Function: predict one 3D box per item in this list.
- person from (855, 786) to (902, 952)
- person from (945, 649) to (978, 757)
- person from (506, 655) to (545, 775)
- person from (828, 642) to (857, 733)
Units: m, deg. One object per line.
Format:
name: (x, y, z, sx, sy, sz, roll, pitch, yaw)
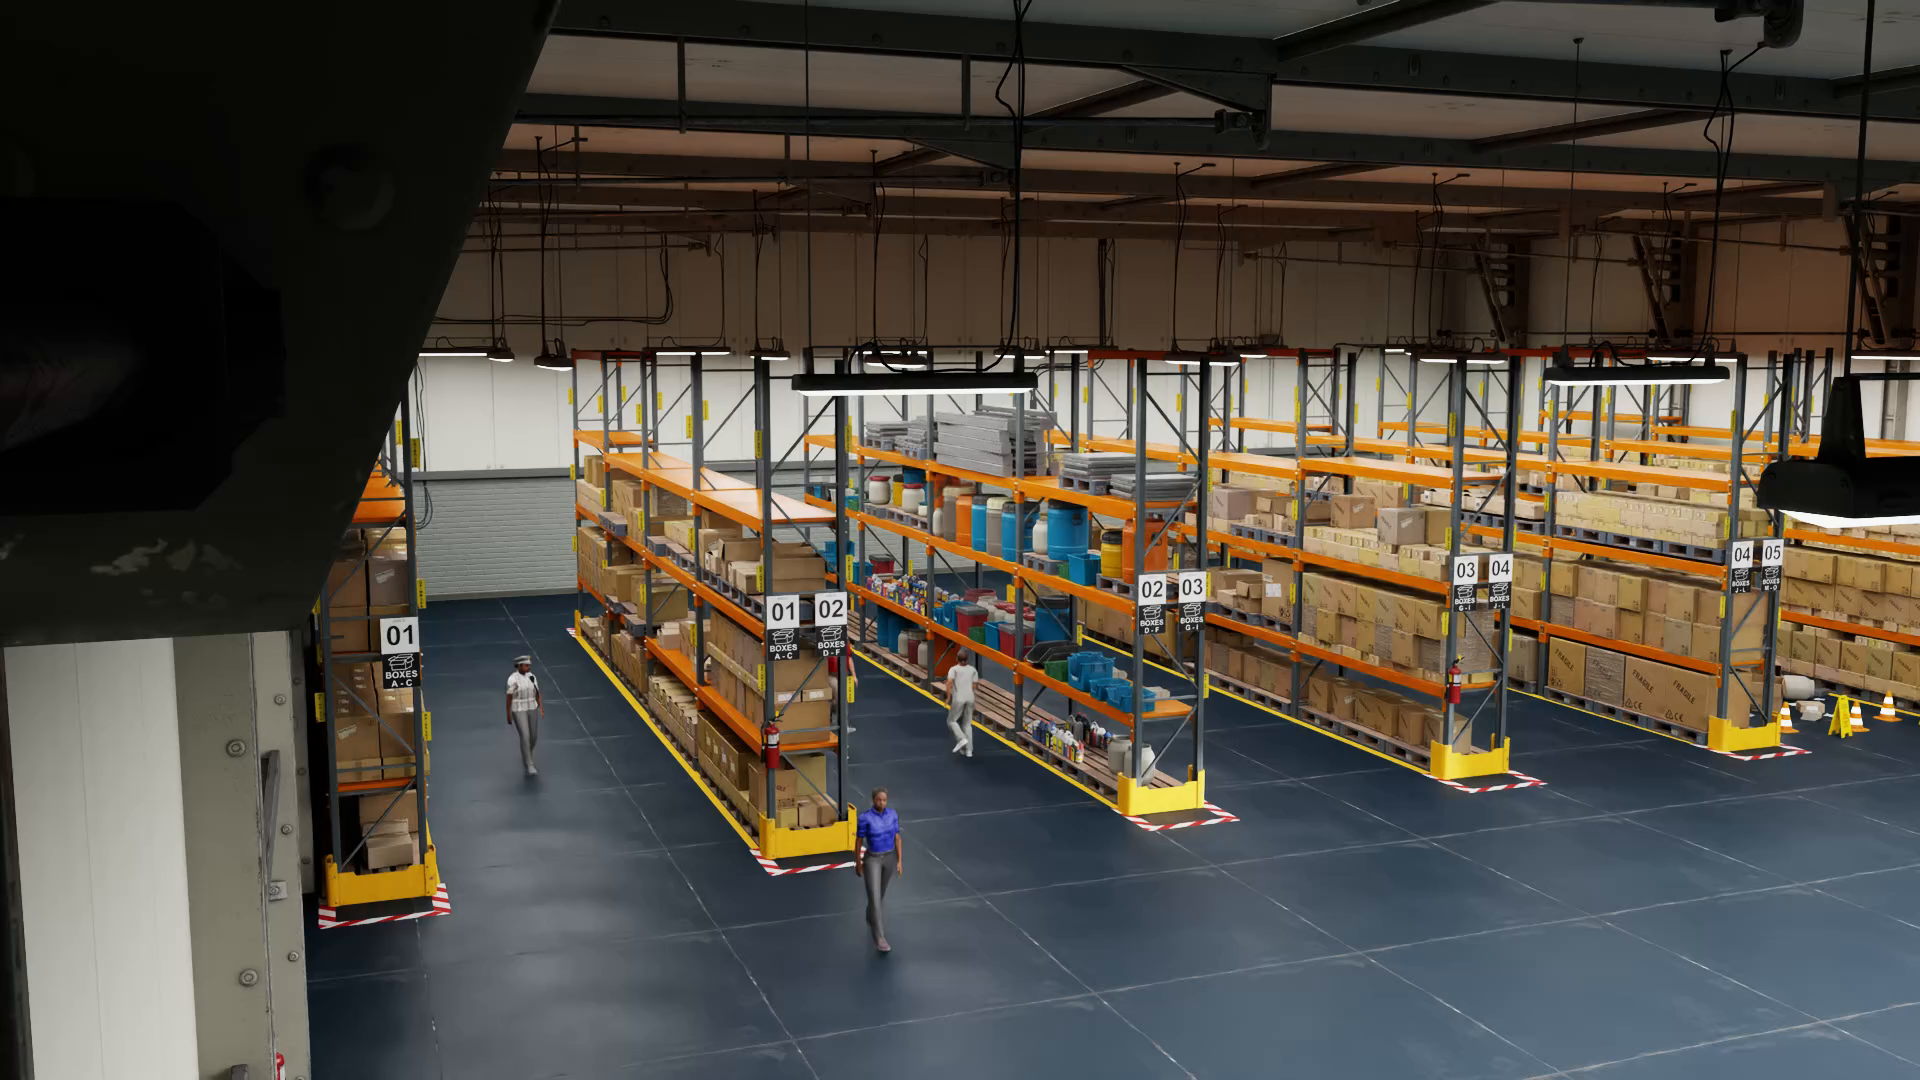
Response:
person: (-0.821, 3.366, 17.312, 0.482, 1.612, 0.938, -4, 8, -31)
person: (0.032, 2.443, 25.142, 0.555, 1.568, 0.728, -2, 7, -18)
person: (-6.272, 2.526, 24.212, 0.744, 1.670, 0.477, 7, 10, 44)
person: (-1.851, 2.103, 25.639, 1.110, 1.597, 0.584, 6, 9, 41)
